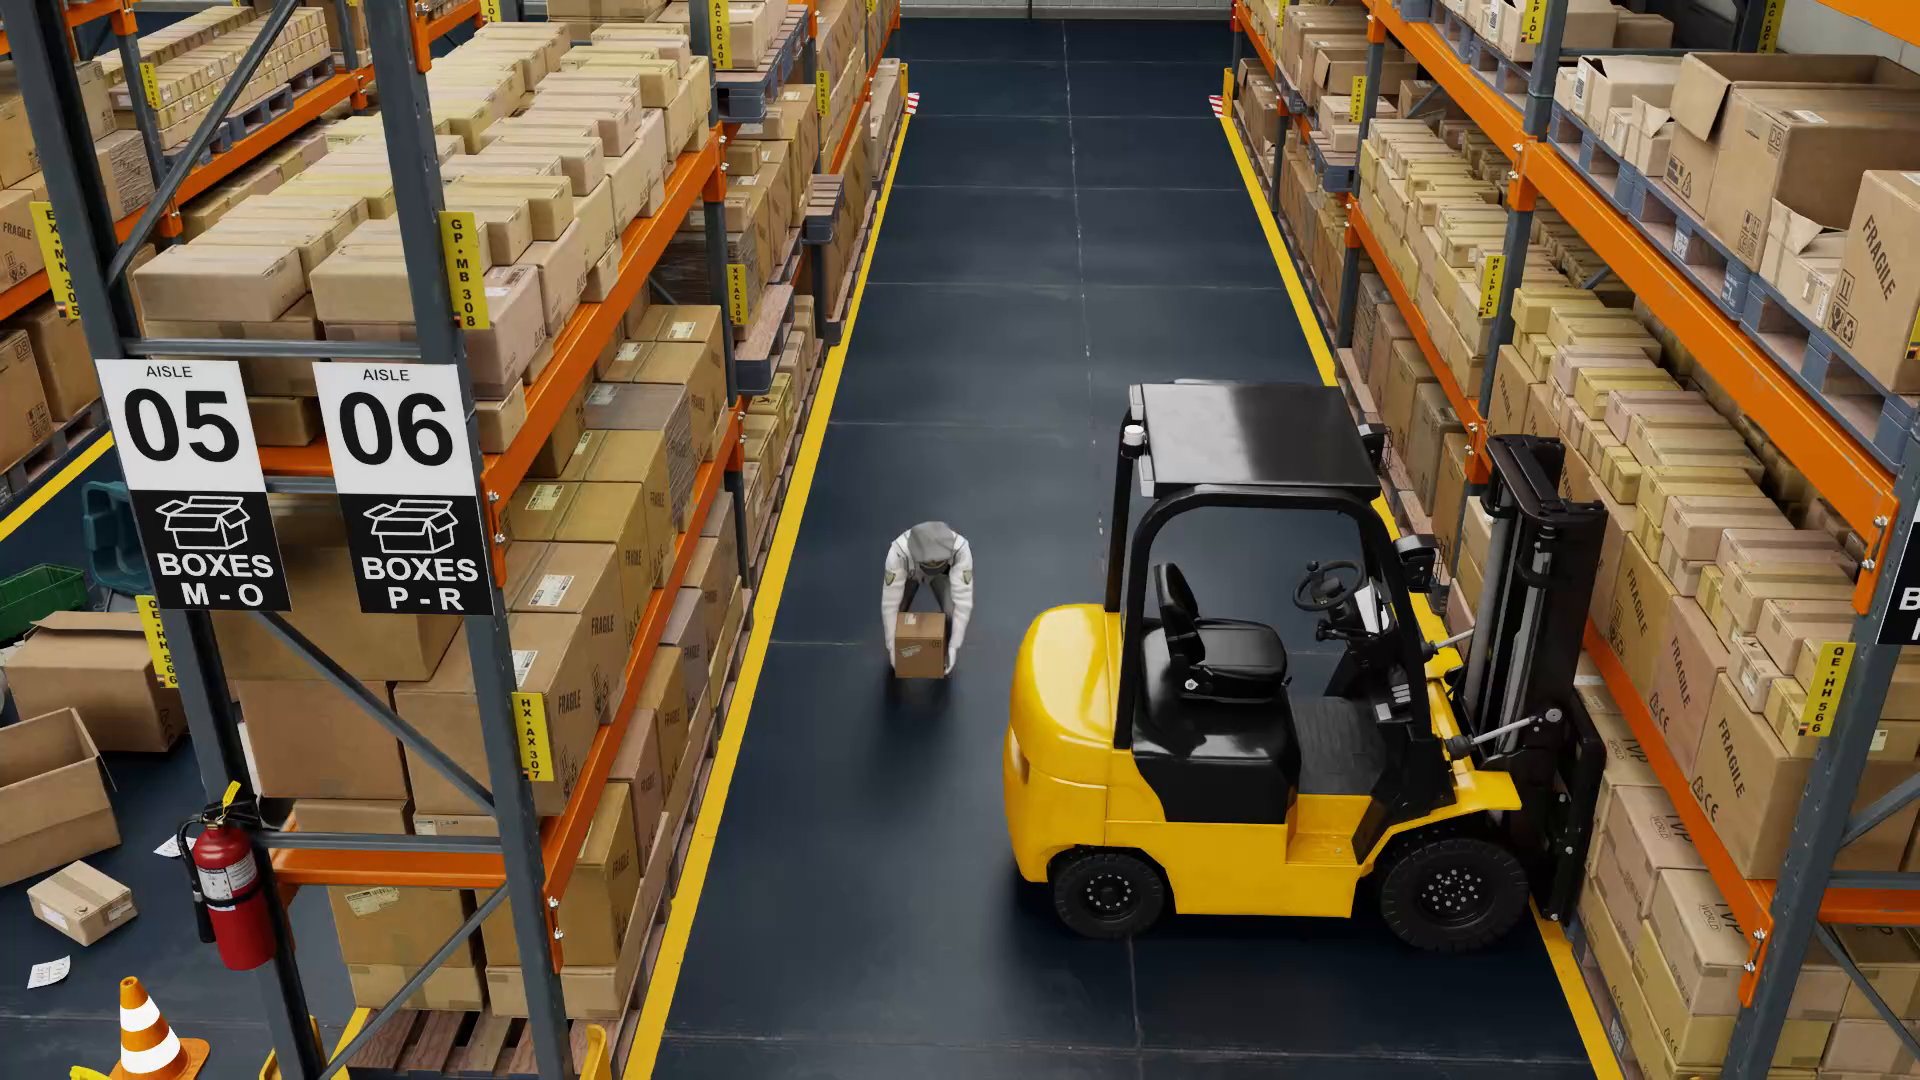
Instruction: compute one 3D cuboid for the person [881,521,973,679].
[{"bbox_3d":[-0.173,0.243,8.908,0.493,0.974,0.825,1,28,2],"label":"person"}]
